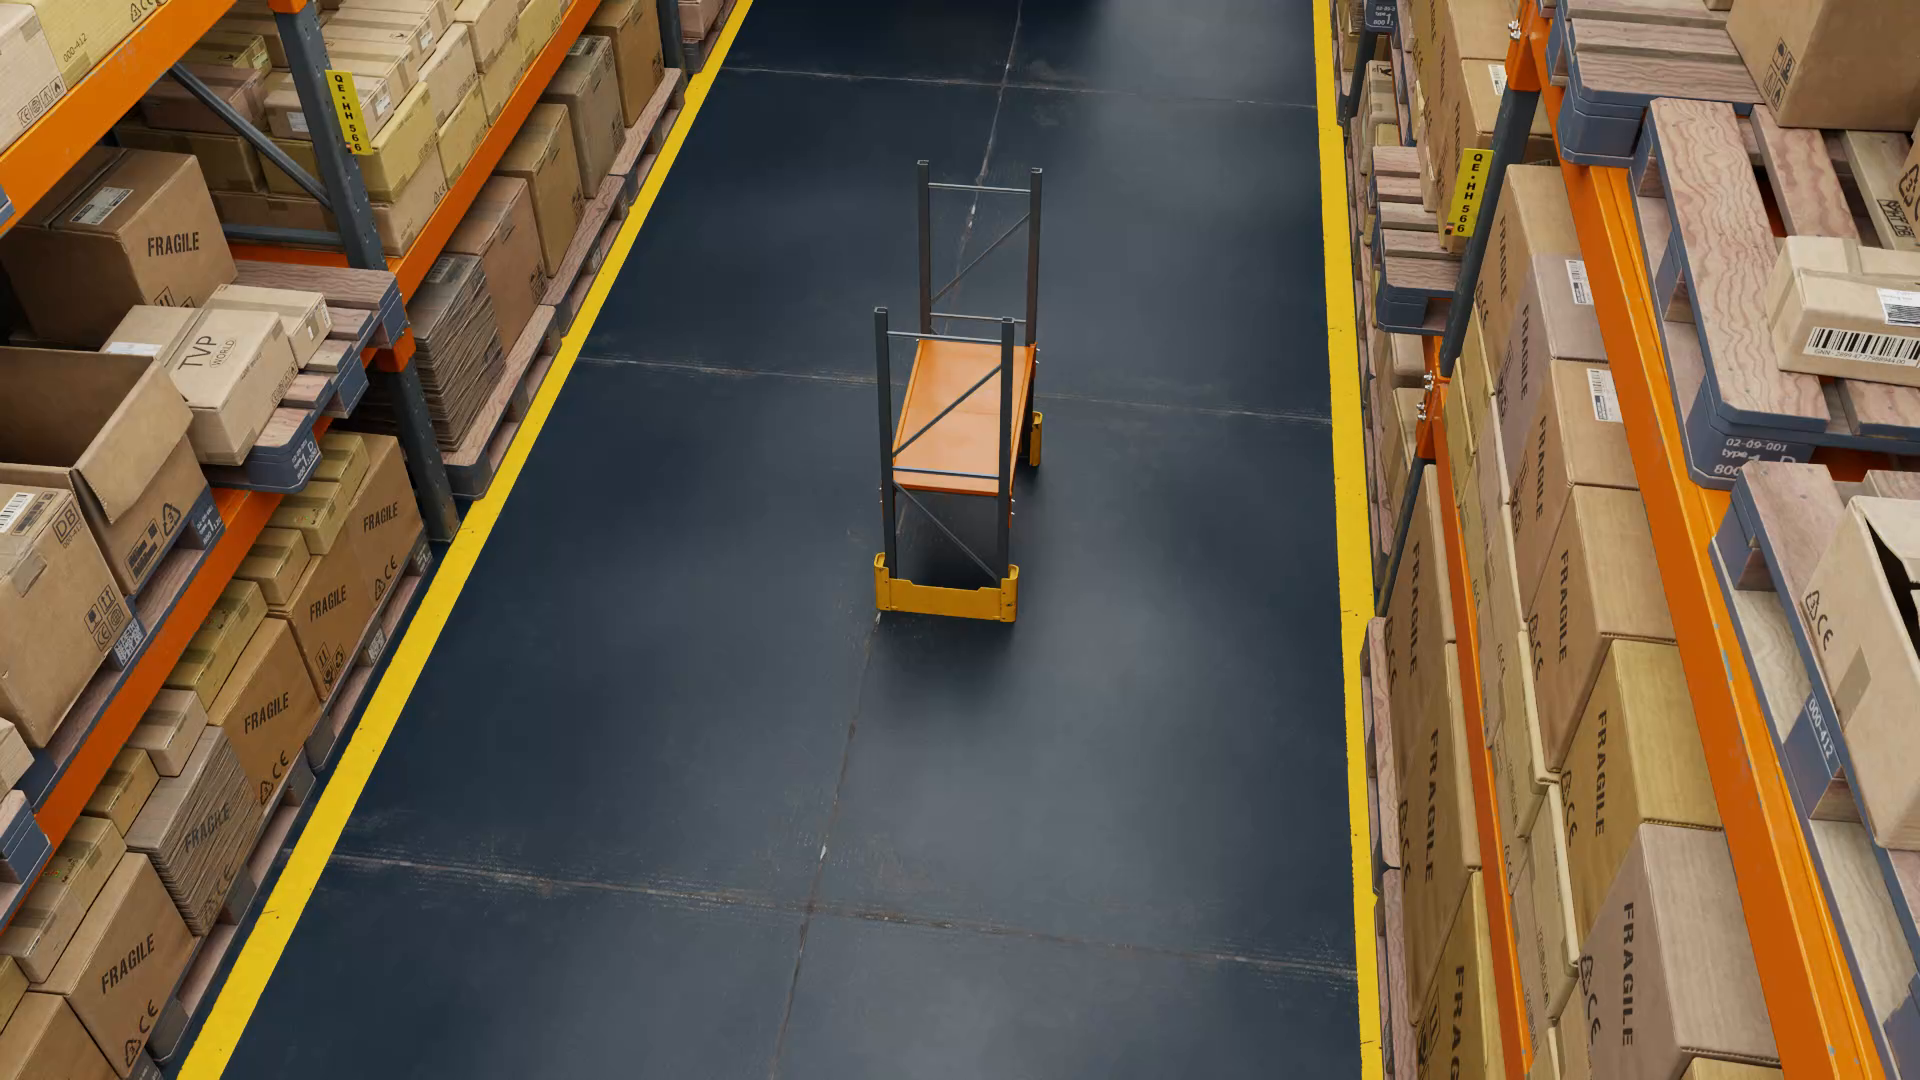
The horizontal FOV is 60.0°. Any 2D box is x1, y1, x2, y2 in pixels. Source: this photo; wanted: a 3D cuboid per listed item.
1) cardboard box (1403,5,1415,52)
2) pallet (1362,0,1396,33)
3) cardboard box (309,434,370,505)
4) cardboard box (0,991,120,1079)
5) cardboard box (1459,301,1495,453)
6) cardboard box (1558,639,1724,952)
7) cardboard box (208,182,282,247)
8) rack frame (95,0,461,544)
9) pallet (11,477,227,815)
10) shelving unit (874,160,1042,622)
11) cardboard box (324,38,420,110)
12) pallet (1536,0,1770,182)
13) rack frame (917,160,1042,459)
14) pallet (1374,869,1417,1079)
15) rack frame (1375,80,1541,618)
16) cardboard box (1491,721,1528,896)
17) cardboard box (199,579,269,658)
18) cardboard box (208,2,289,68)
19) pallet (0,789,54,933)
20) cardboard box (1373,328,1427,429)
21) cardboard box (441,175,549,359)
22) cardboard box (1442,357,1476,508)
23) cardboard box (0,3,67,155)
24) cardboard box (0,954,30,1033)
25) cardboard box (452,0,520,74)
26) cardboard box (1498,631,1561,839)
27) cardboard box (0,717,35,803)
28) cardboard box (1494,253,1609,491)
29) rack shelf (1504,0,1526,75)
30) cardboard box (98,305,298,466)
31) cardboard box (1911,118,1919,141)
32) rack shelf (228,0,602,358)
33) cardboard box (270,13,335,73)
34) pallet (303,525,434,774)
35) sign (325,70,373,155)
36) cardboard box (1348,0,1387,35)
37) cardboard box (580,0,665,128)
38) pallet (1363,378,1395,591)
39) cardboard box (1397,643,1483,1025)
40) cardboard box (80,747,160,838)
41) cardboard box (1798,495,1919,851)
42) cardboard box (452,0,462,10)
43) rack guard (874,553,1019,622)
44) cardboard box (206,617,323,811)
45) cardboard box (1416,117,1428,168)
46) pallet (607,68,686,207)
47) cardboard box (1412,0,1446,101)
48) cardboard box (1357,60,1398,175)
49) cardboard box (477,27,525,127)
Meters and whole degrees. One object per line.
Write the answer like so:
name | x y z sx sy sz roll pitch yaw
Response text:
cardboard box | 2.165 -2.263 7.336 0.380 0.149 0.250 7 44 7
pallet | 2.506 -2.858 8.227 1.003 0.211 1.213 5 44 6
cardboard box | -2.513 -0.279 6.404 0.380 0.149 0.250 3 44 3
cardboard box | -2.880 1.650 4.838 0.500 0.500 0.500 5 44 5
cardboard box | 1.910 -0.514 5.357 0.500 0.250 0.500 5 44 5
cardboard box | 1.651 0.593 3.642 0.500 0.500 0.500 6 44 7
cardboard box | -2.893 -1.433 6.691 0.500 0.250 0.500 4 44 5
rack frame | -2.699 -1.158 6.292 1.000 3.000 0.127 5 44 6
pallet | -2.951 0.237 4.957 1.003 0.211 1.213 5 44 6
shelving unit | 0.010 -0.597 6.789 0.587 1.500 1.083 5 44 6
cardboard box | -2.331 -1.803 6.428 0.380 0.149 0.250 6 44 6
pallet | 2.189 -1.287 4.383 1.213 0.211 1.003 7 44 7
rack frame | 0.078 -0.949 7.162 0.500 1.500 0.032 5 44 6
pallet | 1.879 1.662 5.341 1.003 0.211 1.213 5 44 6
rack frame | 2.222 -0.710 5.818 1.000 3.000 0.127 5 44 6
cardboard box | 1.721 0.701 4.437 0.500 0.250 0.500 5 44 6
cardboard box | -2.677 0.261 5.834 0.380 0.149 0.250 6 44 7
cardboard box | -2.838 -2.030 6.667 0.380 0.149 0.250 5 44 5
pallet | -3.014 1.103 4.043 1.003 0.211 1.213 5 44 6
cardboard box | 2.396 -0.796 7.515 0.950 0.372 0.625 4 44 5
cardboard box | -2.524 -1.318 7.882 0.875 0.625 0.625 7 44 7
cardboard box | 1.908 -0.345 5.541 0.500 0.250 0.500 5 44 5
cardboard box | -2.658 -1.138 4.197 0.500 0.250 0.500 5 44 6
cardboard box | -2.911 1.307 4.728 0.380 0.149 0.250 5 44 5
cardboard box | -2.243 -2.262 7.203 0.500 0.250 0.500 4 44 4
cardboard box | 1.682 0.521 4.263 0.500 0.250 0.500 6 44 6
cardboard box | -2.663 0.552 4.278 0.396 0.266 0.258 7 44 8
cardboard box | 1.858 -0.456 4.750 0.500 0.500 0.500 5 44 6
rack shelf | 2.486 -2.901 6.473 1.077 0.370 4.000 5 44 6
cardboard box | -2.517 -0.508 5.408 0.500 0.250 0.500 3 44 4
cardboard box | 2.387 -0.932 3.663 0.396 0.266 0.258 4 44 4
rack shelf | -2.434 -2.260 7.979 1.077 0.370 4.000 5 44 6
cardboard box | -2.849 -1.965 6.890 0.500 0.250 0.500 6 44 6
pallet | -2.835 0.360 6.717 1.003 0.211 1.213 5 44 6
sign | -2.160 -1.507 5.876 0.100 0.325 0.005 5 44 6
cardboard box | 2.563 -3.290 9.692 0.500 0.500 0.500 5 44 5
cardboard box | -2.228 -2.818 9.466 0.875 0.625 0.625 7 44 7
pallet | 2.327 -0.230 7.339 1.003 0.211 1.213 5 44 6
cardboard box | 1.926 0.980 5.273 0.875 0.875 0.875 6 44 6
cardboard box | -2.799 0.785 5.280 0.380 0.149 0.250 5 44 6
cardboard box | 1.601 0.187 2.448 0.500 0.311 0.500 5 44 6
cardboard box | -2.296 -2.333 6.988 0.380 0.149 0.250 6 44 6
rack guard | -0.056 0.197 6.860 0.587 0.250 0.087 5 44 6
cardboard box | -2.685 0.602 5.946 0.500 0.500 0.500 7 44 7
cardboard box | 2.026 -1.552 6.584 0.380 0.149 0.250 3 44 4
pallet | -2.229 -2.366 9.595 1.003 0.211 1.213 5 44 6
cardboard box | 2.130 -2.039 6.627 0.500 0.500 0.500 3 43 3
cardboard box | 2.684 -2.276 9.078 0.950 0.372 0.625 6 44 6
cardboard box | -2.265 -2.078 7.372 0.500 0.250 0.500 4 44 4
